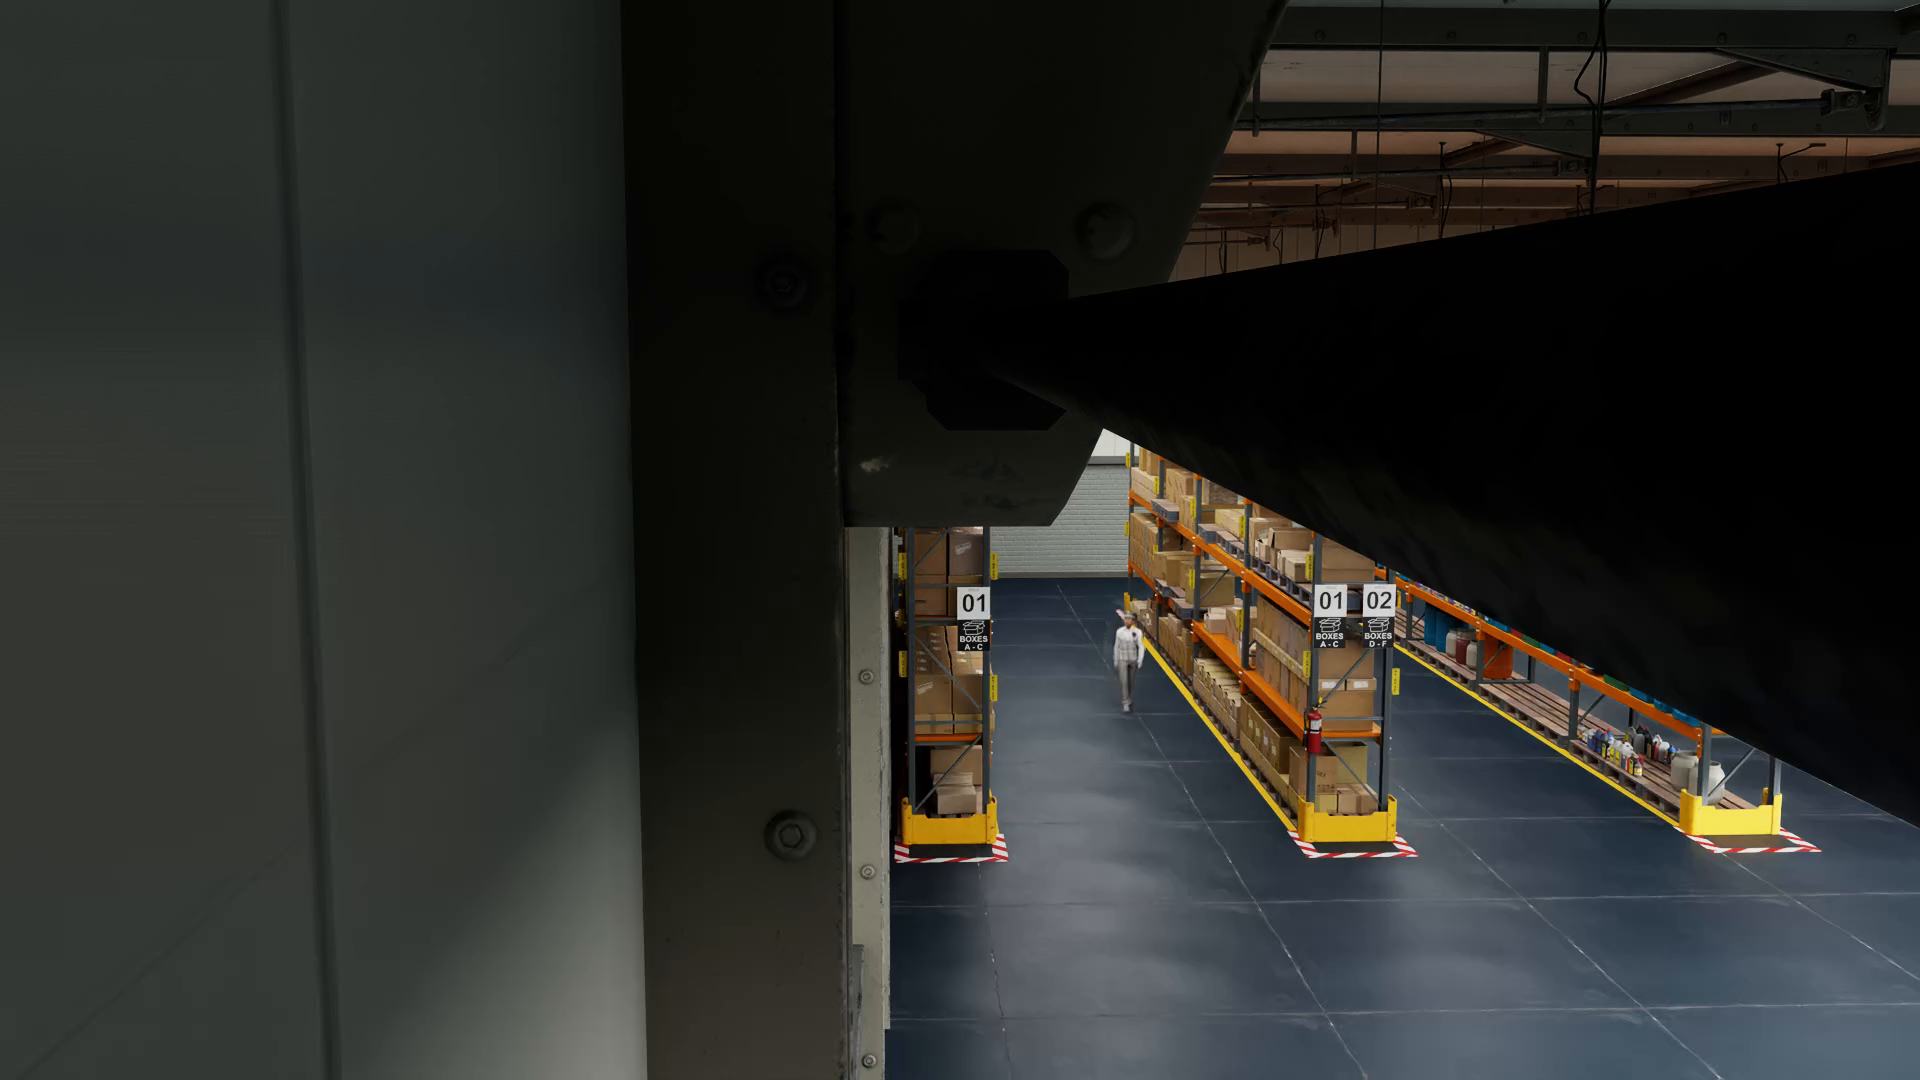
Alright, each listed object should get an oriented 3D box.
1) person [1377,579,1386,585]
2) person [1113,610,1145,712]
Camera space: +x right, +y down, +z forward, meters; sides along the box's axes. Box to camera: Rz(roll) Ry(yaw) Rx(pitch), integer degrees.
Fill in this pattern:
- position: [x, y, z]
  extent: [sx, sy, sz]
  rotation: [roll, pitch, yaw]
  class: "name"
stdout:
- position: [10.005, 0.579, 38.729]
  extent: [0.452, 1.573, 0.731]
  rotation: [-2, 8, -18]
  class: "person"
- position: [2.808, 1.984, 27.549]
  extent: [0.480, 1.640, 0.967]
  rotation: [-1, 7, -5]
  class: "person"
